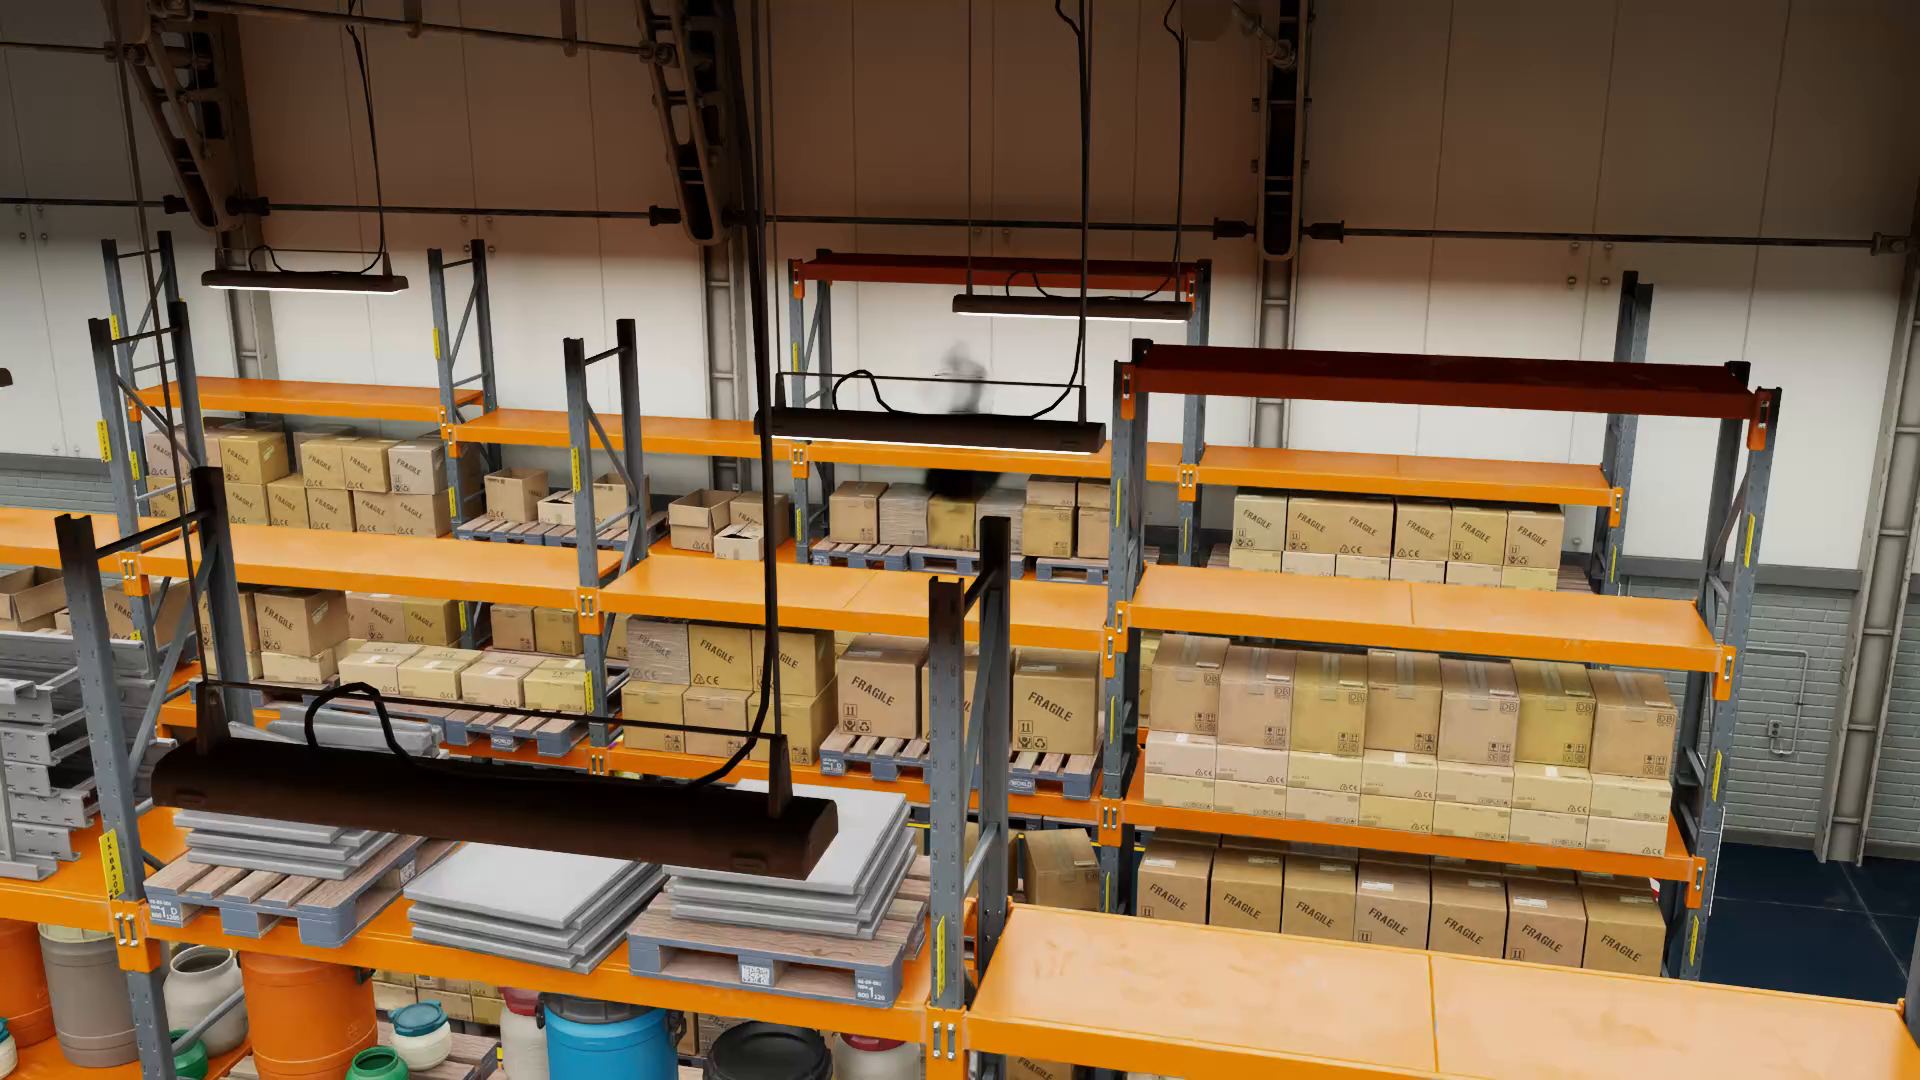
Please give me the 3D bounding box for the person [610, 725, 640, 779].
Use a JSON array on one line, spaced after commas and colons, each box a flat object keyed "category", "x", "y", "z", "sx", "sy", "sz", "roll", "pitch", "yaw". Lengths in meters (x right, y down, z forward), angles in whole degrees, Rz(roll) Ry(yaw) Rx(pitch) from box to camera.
[{"category": "person", "x": -3.263, "y": 2.337, "z": 15.966, "sx": 0.741, "sy": 1.709, "sz": 0.672, "roll": 0, "pitch": 16, "yaw": 1}]
